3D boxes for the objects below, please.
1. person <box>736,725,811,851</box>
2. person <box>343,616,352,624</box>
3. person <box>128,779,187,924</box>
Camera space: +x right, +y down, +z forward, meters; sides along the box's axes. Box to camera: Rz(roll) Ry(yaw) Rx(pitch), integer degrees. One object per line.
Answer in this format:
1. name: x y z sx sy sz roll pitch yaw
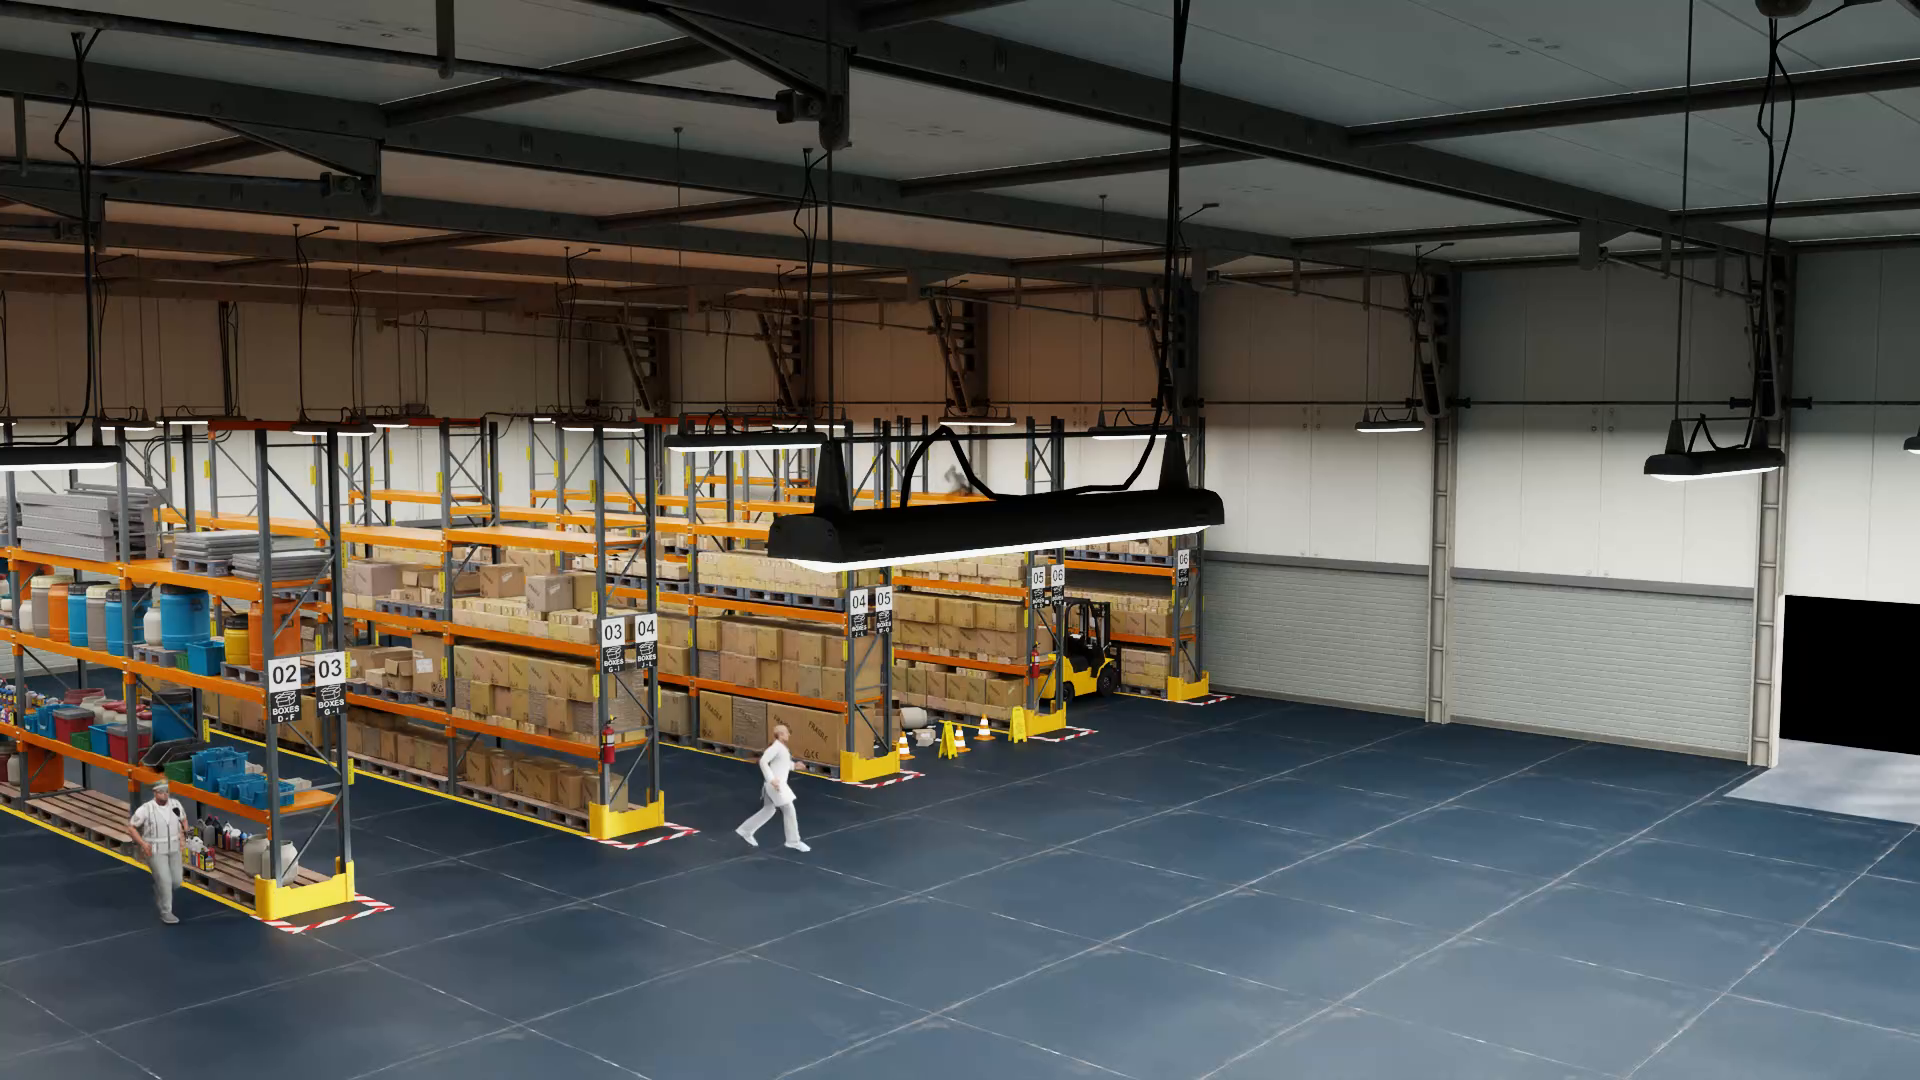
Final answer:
1. person: -2.640 3.498 23.442 1.051 1.795 0.666 -1 5 -10
2. person: -14.579 2.239 39.310 0.781 1.711 0.626 -4 6 -41
3. person: -9.791 3.769 20.328 0.714 1.748 0.671 4 6 39
